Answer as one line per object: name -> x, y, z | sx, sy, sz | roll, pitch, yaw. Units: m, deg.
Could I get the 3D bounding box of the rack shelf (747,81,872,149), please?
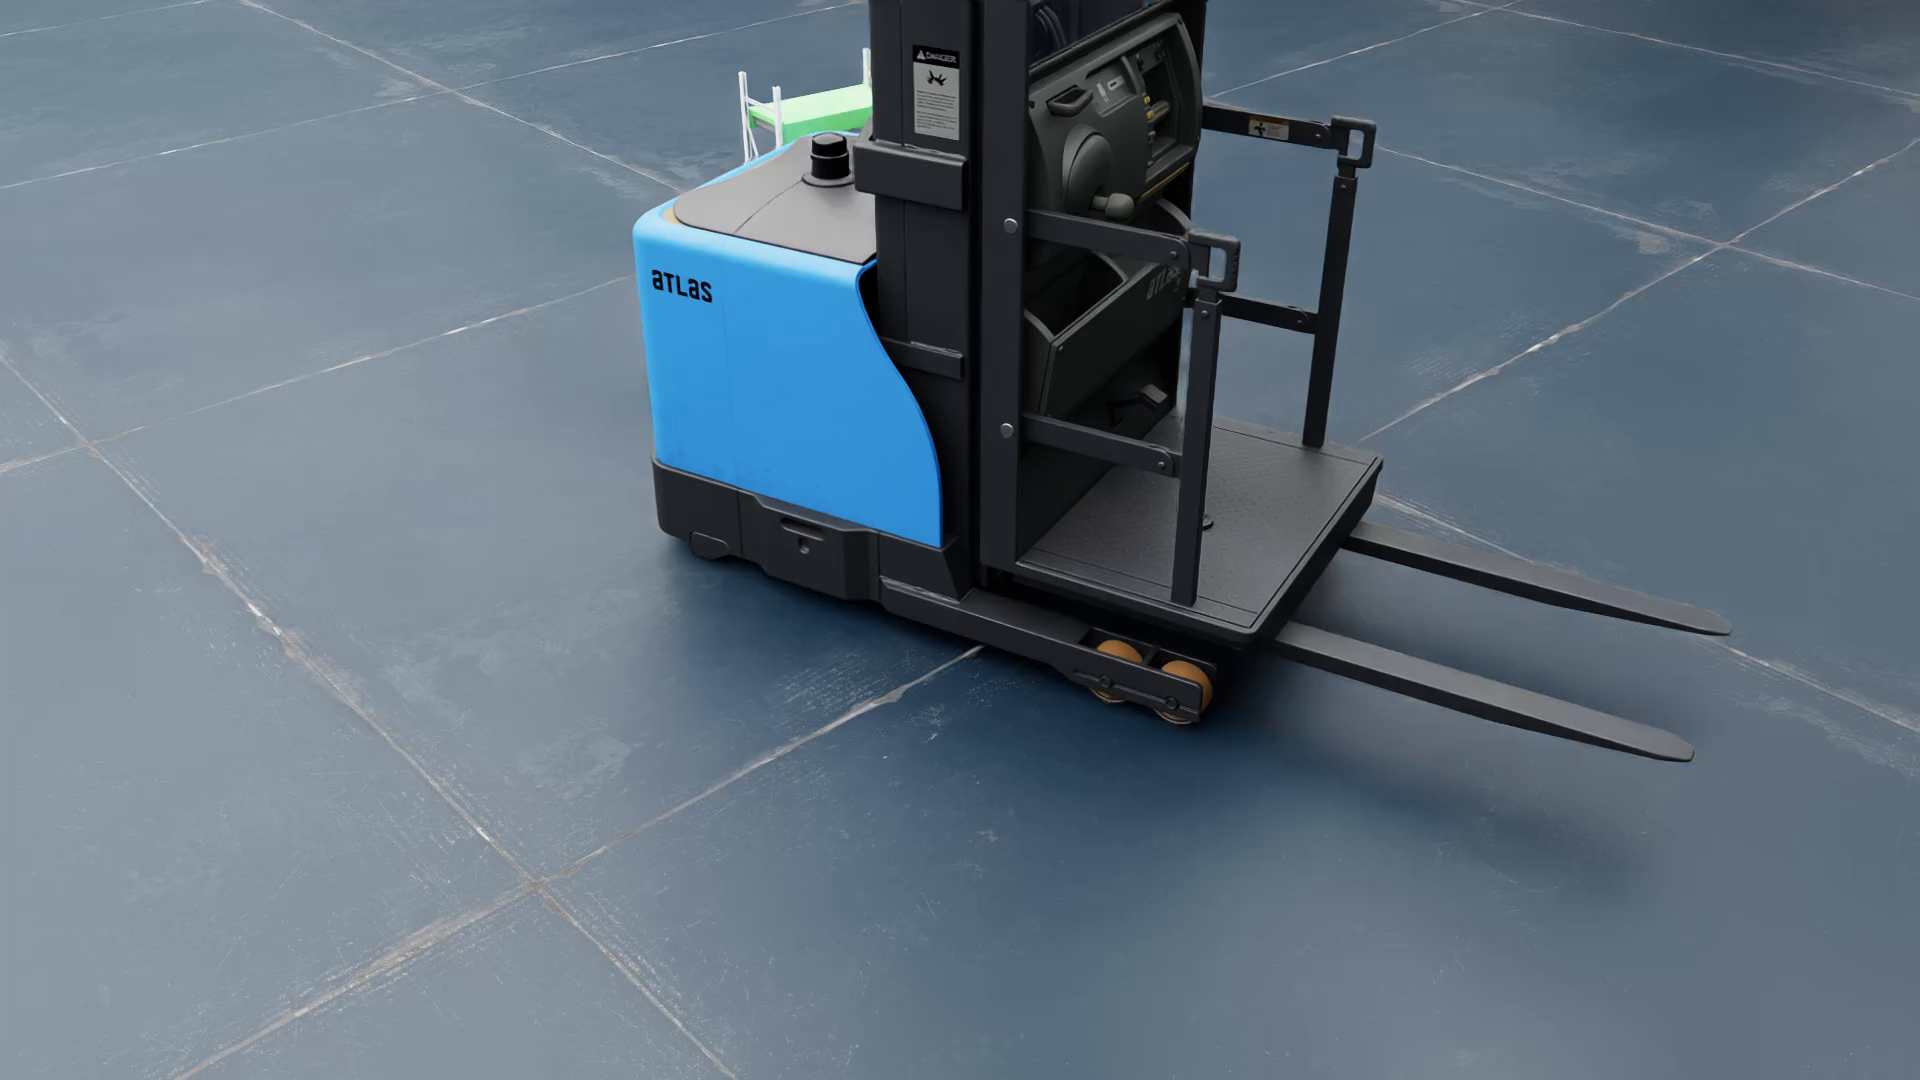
rack shelf -> -0.452, -1.405, 5.597 | 0.480, 0.148, 0.258 | -21, 36, -30

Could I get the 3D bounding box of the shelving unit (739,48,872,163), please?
shelving unit -> -0.448, -1.048, 5.810 | 0.503, 1.200, 0.258 | -21, 36, -30

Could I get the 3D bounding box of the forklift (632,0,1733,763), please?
forklift -> 0.592, -1.076, 4.200 | 3.031, 2.935, 1.130 | 17, 35, 25

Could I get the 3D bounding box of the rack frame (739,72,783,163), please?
rack frame -> -0.645, -0.973, 5.687 | 0.015, 1.200, 0.240 | -21, 36, -30

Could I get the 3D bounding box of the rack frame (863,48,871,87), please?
rack frame -> -0.251, -1.123, 5.933 | 0.015, 1.200, 0.240 | -21, 36, -30
